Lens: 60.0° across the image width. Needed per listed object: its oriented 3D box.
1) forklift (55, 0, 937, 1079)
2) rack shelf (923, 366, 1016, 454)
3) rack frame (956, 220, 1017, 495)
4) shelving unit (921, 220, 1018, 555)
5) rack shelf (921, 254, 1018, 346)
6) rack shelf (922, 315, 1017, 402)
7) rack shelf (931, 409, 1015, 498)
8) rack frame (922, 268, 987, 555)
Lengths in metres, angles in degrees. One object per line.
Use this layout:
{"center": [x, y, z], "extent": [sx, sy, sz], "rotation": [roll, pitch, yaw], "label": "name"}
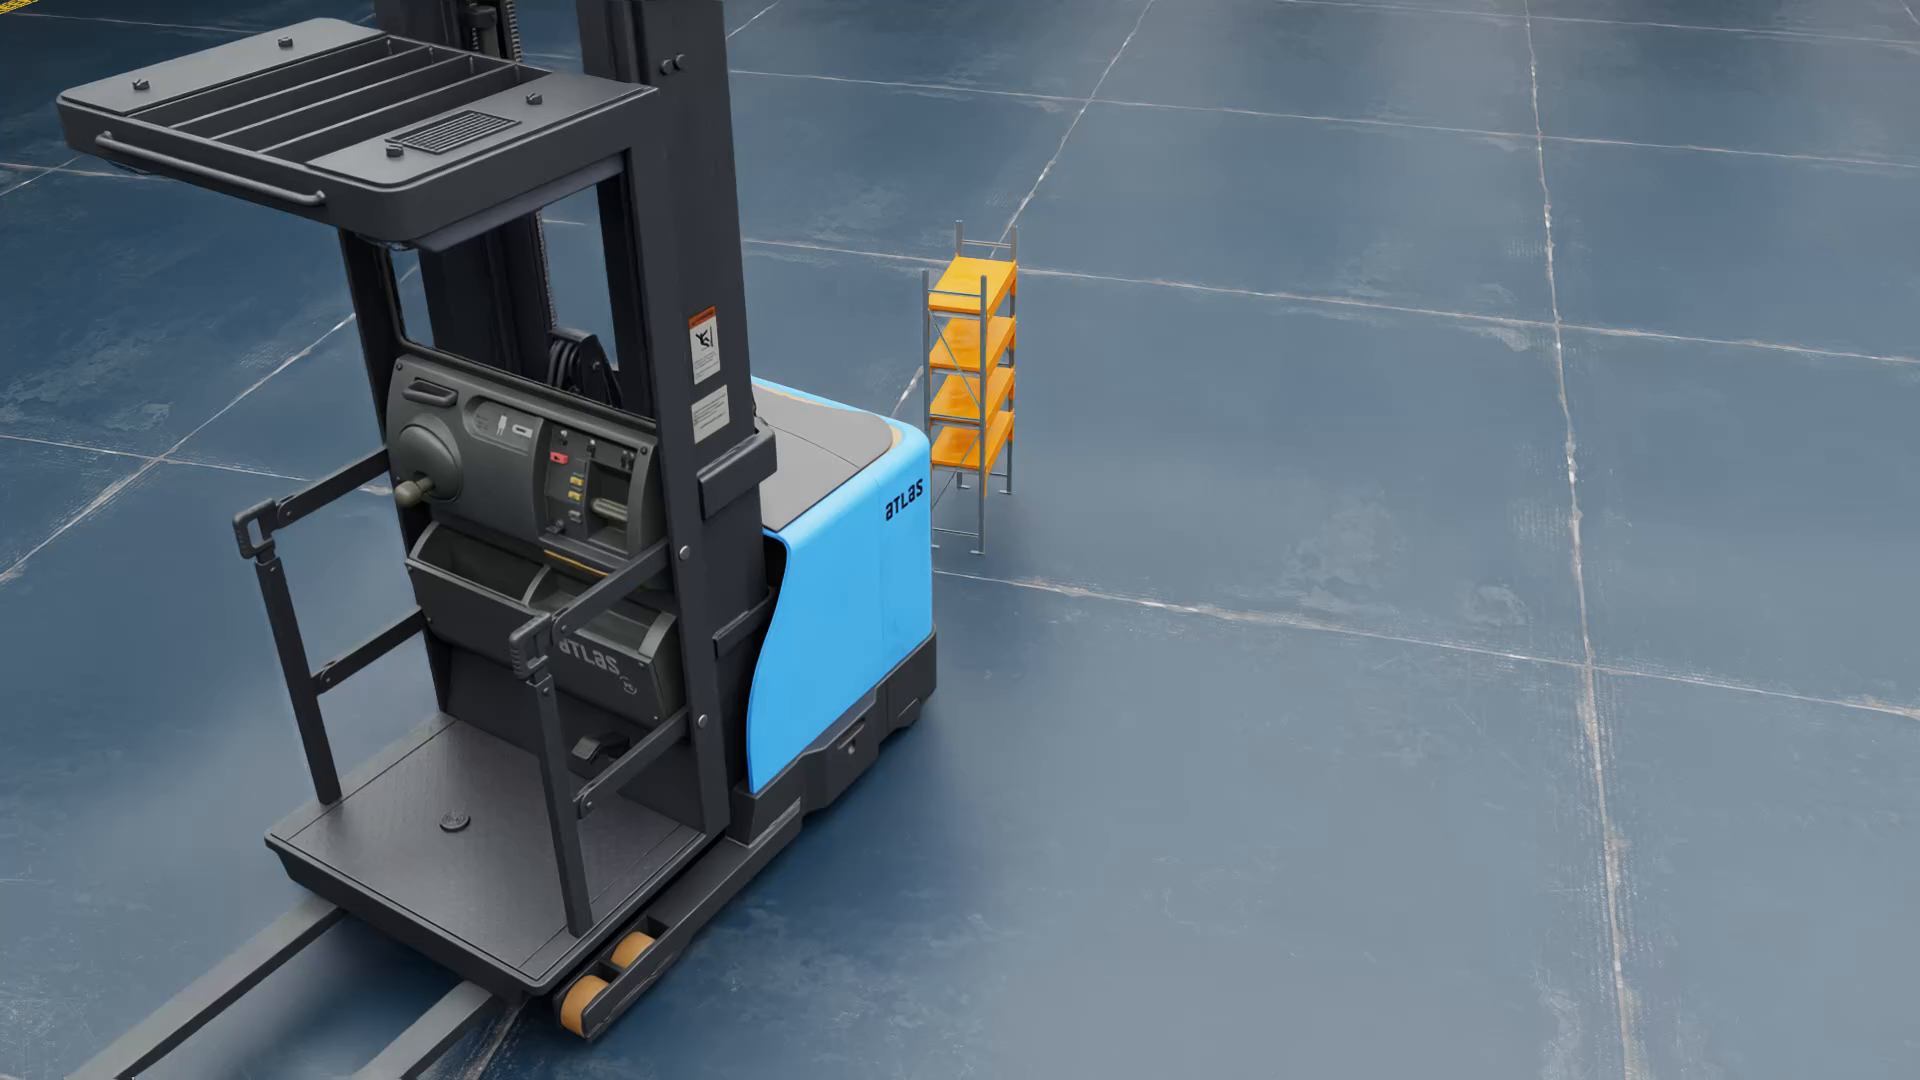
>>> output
{"center": [-1.290, -0.153, 4.258], "extent": [1.130, 2.935, 3.031], "rotation": [19, 37, 27], "label": "forklift"}
{"center": [0.042, -0.535, 6.599], "extent": [0.258, 0.148, 0.480], "rotation": [8, 33, 12], "label": "rack shelf"}
{"center": [0.104, -0.719, 6.762], "extent": [0.240, 1.200, 0.015], "rotation": [8, 33, 12], "label": "rack frame"}
{"center": [0.042, -0.592, 6.563], "extent": [0.258, 1.200, 0.503], "rotation": [8, 33, 12], "label": "shelving unit"}
{"center": [0.042, -0.924, 6.352], "extent": [0.258, 0.148, 0.480], "rotation": [8, 33, 12], "label": "rack shelf"}
{"center": [0.042, -0.724, 6.479], "extent": [0.258, 0.148, 0.480], "rotation": [8, 33, 12], "label": "rack shelf"}
{"center": [0.042, -0.368, 6.706], "extent": [0.258, 0.148, 0.480], "rotation": [8, 33, 12], "label": "rack shelf"}
{"center": [-0.020, -0.466, 6.364], "extent": [0.240, 1.200, 0.015], "rotation": [8, 33, 12], "label": "rack frame"}
